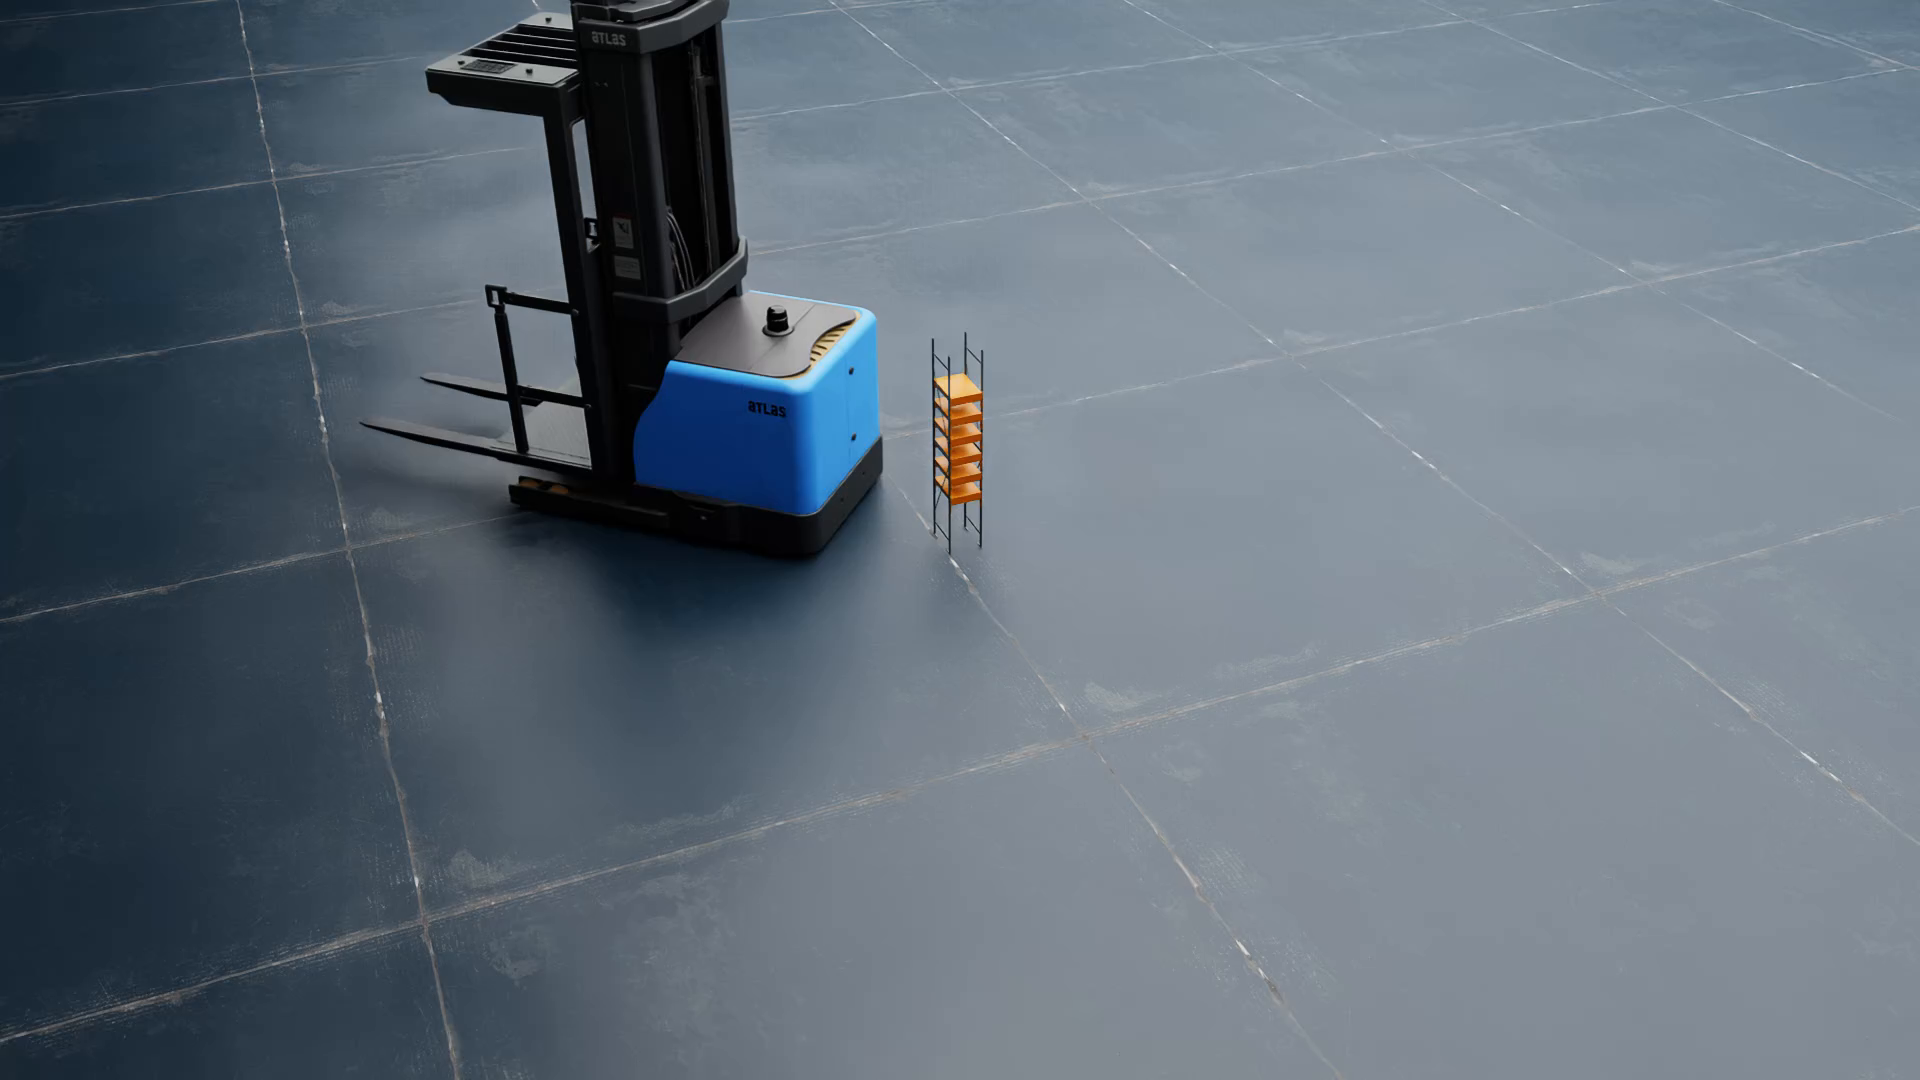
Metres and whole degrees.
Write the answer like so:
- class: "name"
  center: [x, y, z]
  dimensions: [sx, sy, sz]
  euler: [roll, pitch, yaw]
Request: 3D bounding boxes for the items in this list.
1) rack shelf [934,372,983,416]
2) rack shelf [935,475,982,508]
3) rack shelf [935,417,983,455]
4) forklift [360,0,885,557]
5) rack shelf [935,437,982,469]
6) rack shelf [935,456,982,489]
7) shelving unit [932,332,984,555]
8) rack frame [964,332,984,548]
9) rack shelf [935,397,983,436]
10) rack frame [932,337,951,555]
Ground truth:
- class: "rack shelf"
  center: [-0.013, -0.764, 8.664]
  dimensions: [0.180, 0.103, 0.258]
  euler: [-13, 35, -19]
- class: "rack shelf"
  center: [-0.013, -0.261, 8.991]
  dimensions: [0.180, 0.103, 0.258]
  euler: [-13, 35, -19]
- class: "rack shelf"
  center: [-0.013, -0.563, 8.795]
  dimensions: [0.180, 0.103, 0.258]
  euler: [-13, 35, -19]
- class: "forklift"
  center: [-2.011, -1.626, 8.980]
  dimensions: [3.031, 2.935, 1.130]
  euler: [11, 35, 17]
- class: "rack shelf"
  center: [-0.013, -0.463, 8.860]
  dimensions: [0.180, 0.103, 0.258]
  euler: [-13, 35, -19]
- class: "rack shelf"
  center: [-0.013, -0.362, 8.926]
  dimensions: [0.180, 0.103, 0.258]
  euler: [-13, 35, -19]
- class: "shelving unit"
  center: [-0.013, -0.500, 8.836]
  dimensions: [0.189, 1.200, 0.258]
  euler: [-13, 35, -19]
- class: "rack frame"
  center: [0.071, -0.519, 8.866]
  dimensions: [0.006, 1.200, 0.240]
  euler: [-13, 35, -19]
- class: "rack shelf"
  center: [-0.013, -0.664, 8.729]
  dimensions: [0.180, 0.103, 0.258]
  euler: [-13, 35, -19]
- class: "rack frame"
  center: [-0.098, -0.481, 8.806]
  dimensions: [0.006, 1.200, 0.240]
  euler: [-13, 35, -19]
